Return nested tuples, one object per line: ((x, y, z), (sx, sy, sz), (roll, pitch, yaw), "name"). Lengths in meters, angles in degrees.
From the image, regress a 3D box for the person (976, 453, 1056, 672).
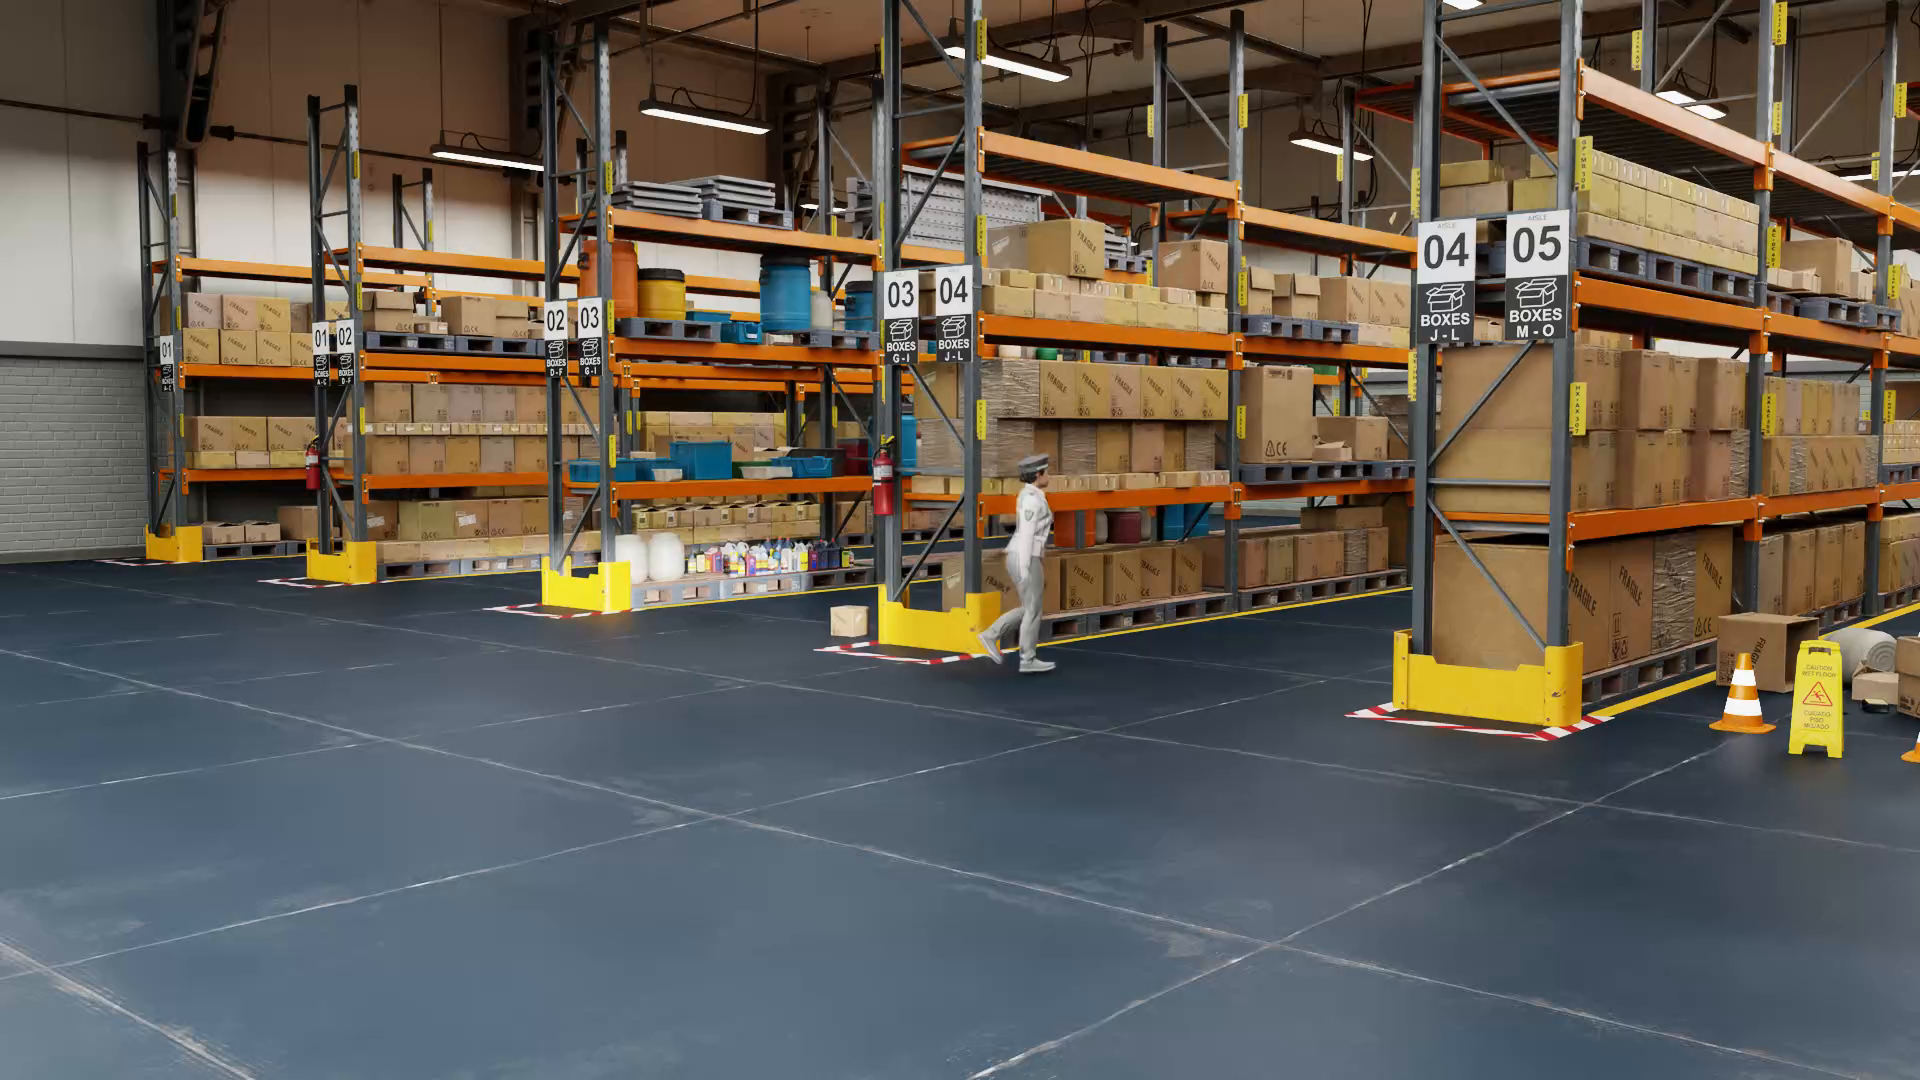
((0.421, 0.167, 12.611), (0.602, 1.654, 0.530), (0, 4, -7), "person")
